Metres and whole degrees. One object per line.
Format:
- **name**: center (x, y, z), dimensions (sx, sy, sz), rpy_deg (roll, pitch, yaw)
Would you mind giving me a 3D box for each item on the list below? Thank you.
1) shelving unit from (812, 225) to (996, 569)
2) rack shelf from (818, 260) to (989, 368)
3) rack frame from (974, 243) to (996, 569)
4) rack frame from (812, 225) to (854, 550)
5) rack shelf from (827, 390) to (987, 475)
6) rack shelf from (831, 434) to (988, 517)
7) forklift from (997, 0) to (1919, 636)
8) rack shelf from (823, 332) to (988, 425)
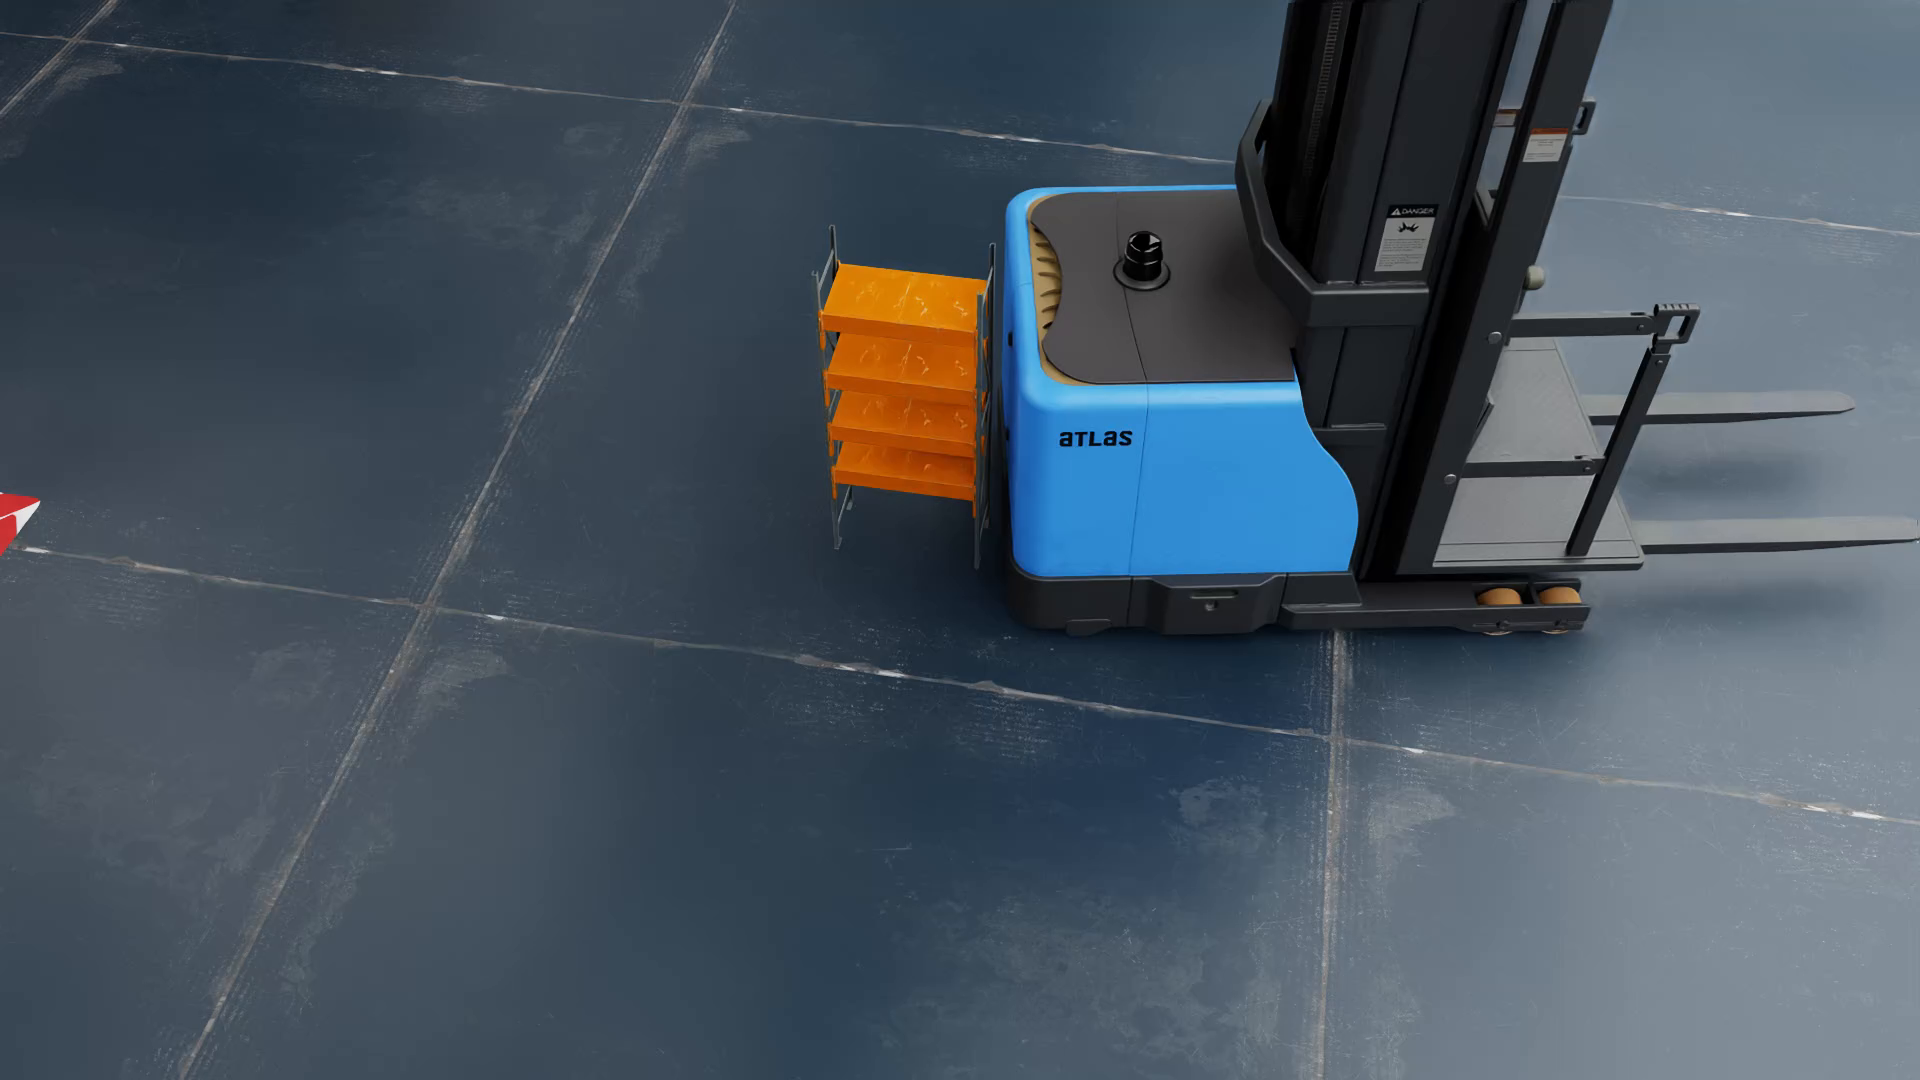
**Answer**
- **shelving unit**: center (-0.163, -0.423, 5.323), dimensions (0.503, 1.200, 0.258), rpy_deg (8, 49, 7)
- **rack shelf**: center (-0.163, -0.686, 5.031), dimensions (0.480, 0.148, 0.258), rpy_deg (8, 49, 7)
- **rack frame**: center (0.077, -0.391, 5.294), dimensions (0.015, 1.200, 0.240), rpy_deg (8, 49, 7)
- **rack frame**: center (-0.403, -0.455, 5.352), dimensions (0.015, 1.200, 0.240), rpy_deg (8, 49, 7)
- **rack shelf**: center (-0.163, -0.378, 5.373), dimensions (0.480, 0.148, 0.258), rpy_deg (8, 49, 7)
- **rack shelf**: center (-0.163, -0.245, 5.521), dimensions (0.480, 0.148, 0.258), rpy_deg (8, 49, 7)
- **forklift**: center (1.661, -1.063, 4.735), dimensions (3.031, 2.935, 1.130), rpy_deg (-1, 48, -1)
- **rack shelf**: center (-0.163, -0.527, 5.207), dimensions (0.480, 0.148, 0.258), rpy_deg (8, 49, 7)
